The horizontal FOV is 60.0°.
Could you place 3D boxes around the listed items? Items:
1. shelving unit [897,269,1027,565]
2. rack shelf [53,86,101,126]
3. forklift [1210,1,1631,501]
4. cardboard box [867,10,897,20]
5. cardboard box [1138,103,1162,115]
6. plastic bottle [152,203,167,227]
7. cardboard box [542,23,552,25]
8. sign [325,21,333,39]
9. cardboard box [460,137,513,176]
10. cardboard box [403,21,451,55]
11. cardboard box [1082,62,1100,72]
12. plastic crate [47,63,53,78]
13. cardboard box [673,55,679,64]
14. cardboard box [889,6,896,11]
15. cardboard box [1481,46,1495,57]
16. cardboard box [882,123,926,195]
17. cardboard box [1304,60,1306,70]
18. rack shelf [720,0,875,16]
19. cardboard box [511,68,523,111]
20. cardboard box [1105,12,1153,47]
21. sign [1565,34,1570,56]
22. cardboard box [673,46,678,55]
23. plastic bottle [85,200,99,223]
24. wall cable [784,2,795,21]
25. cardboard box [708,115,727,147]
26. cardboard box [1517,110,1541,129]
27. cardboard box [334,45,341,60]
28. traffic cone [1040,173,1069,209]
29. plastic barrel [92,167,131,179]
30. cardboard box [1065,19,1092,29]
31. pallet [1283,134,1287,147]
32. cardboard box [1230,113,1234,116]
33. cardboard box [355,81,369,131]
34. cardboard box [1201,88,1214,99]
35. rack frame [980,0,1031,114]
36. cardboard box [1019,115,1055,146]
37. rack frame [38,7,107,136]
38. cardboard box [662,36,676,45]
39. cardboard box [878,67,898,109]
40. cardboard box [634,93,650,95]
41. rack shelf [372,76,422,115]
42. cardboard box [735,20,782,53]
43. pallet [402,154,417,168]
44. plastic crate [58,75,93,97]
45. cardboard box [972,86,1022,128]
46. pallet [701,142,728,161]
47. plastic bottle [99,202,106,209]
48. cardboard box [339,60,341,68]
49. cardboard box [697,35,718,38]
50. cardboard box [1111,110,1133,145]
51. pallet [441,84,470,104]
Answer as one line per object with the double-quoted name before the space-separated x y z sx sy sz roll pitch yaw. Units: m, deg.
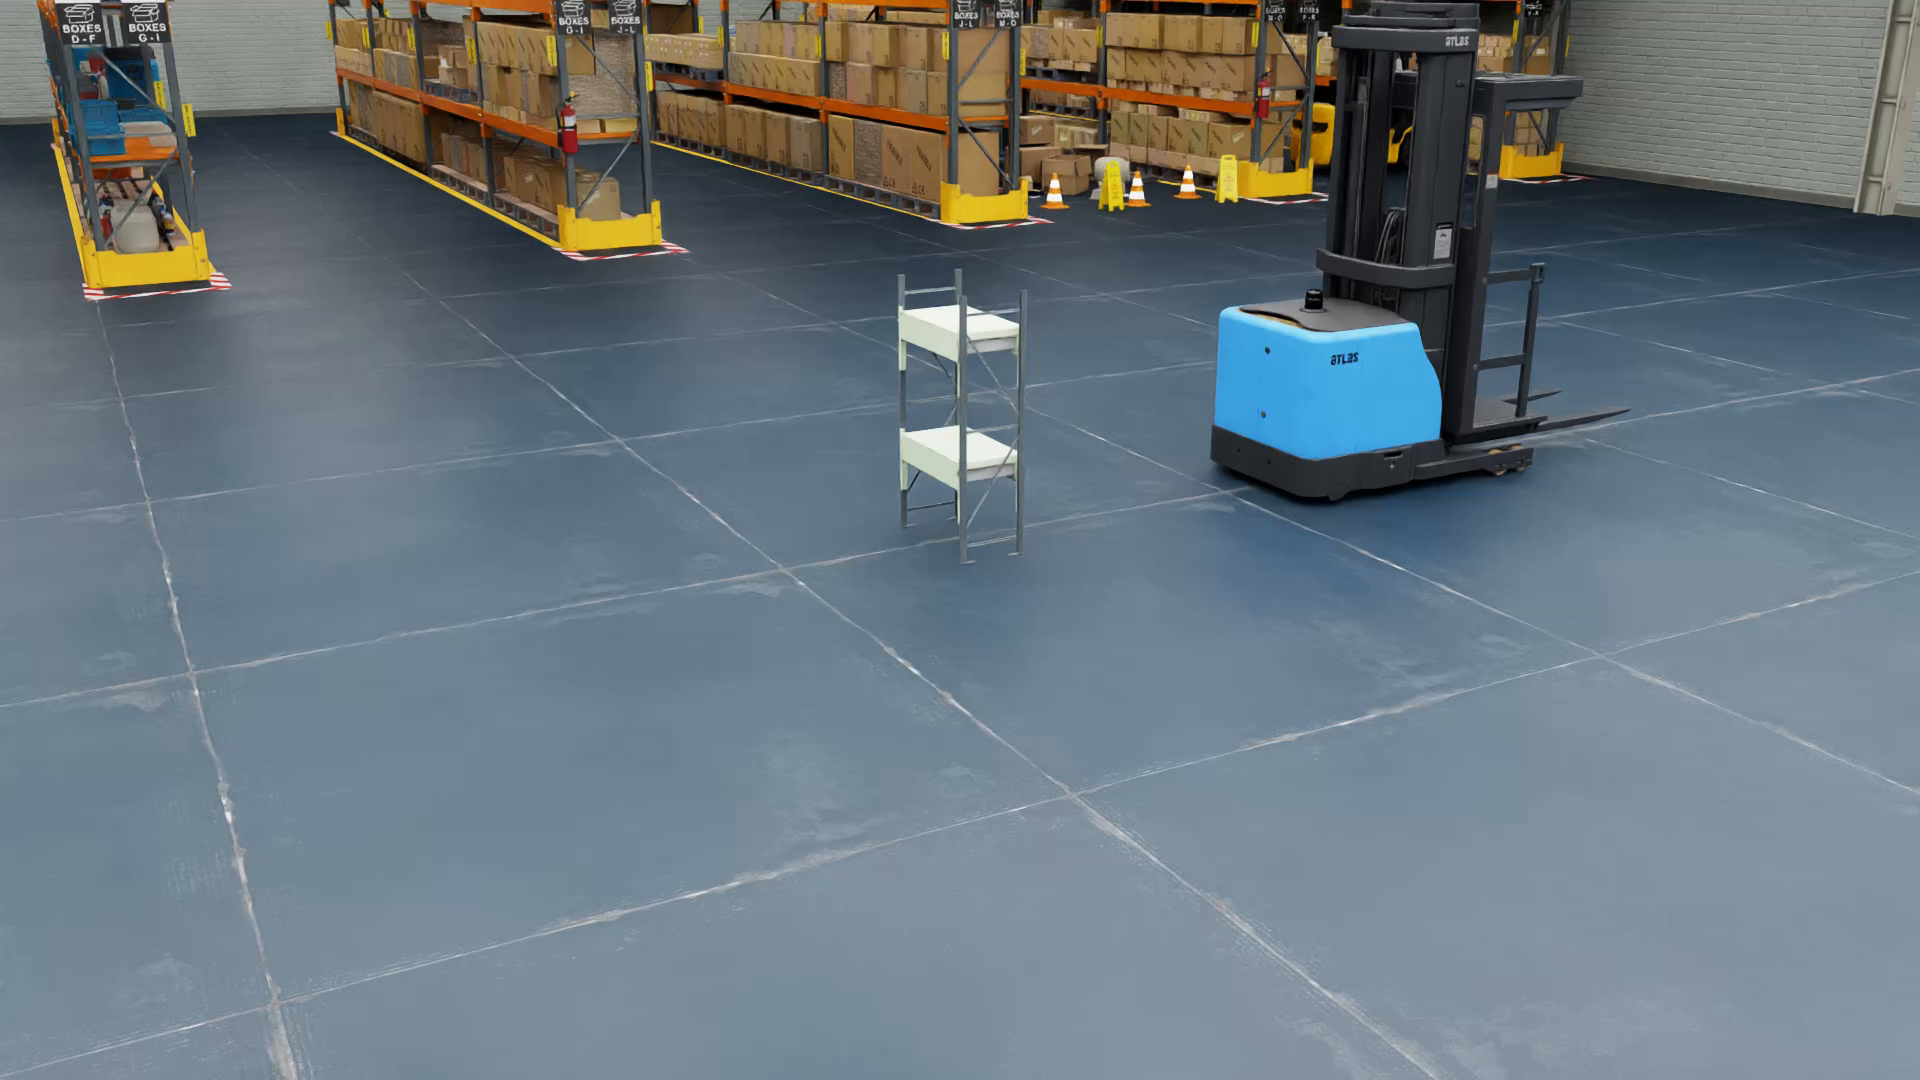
"shelving unit" 0.003 -0.707 9.381 0.431 1.500 0.755 -10 21 -27
"rack shelf" -13.212 -6.659 25.432 1.077 0.370 4.000 -10 21 -27
"forklift" 3.191 -1.950 10.789 3.031 2.935 1.130 -10 21 -27
"cardboard box" -1.549 -10.488 33.740 0.500 0.500 0.500 -10 21 -27
"cardboard box" 3.012 -6.735 25.977 0.380 0.149 0.250 -9 21 -25
"plastic bottle" -9.486 -3.861 19.724 0.152 0.276 0.135 -10 21 -26
"cardboard box" -5.073 -6.330 21.236 0.500 0.500 0.500 -10 21 -27
"sign" -12.194 -9.851 32.132 0.100 0.325 0.005 -10 21 -27
"cardboard box" -7.018 -5.710 24.738 0.700 0.500 0.500 -8 21 -22
"cardboard box" -8.544 -8.113 26.853 0.797 0.503 0.637 -9 21 -25
"cardboard box" 2.230 -7.763 27.272 0.380 0.149 0.250 -10 21 -26
"plastic crate" -15.466 -8.084 28.626 0.416 0.233 0.300 -10 21 -27
"cardboard box" -4.866 -8.528 29.488 0.380 0.149 0.250 -11 22 -29
"cardboard box" -1.508 -10.741 33.479 0.380 0.149 0.250 -10 22 -28
"cardboard box" 8.424 -7.679 26.139 0.380 0.149 0.250 -10 21 -26
"cardboard box" -0.492 -5.265 22.905 0.875 0.875 0.875 -10 22 -28
"cardboard box" 6.370 -8.525 29.969 0.500 0.250 0.500 -10 21 -27
"rack shelf" -2.541 -8.435 25.981 1.077 0.370 4.000 -10 21 -27
"cardboard box" -5.111 -5.666 20.843 0.875 0.500 0.500 -10 21 -27
"cardboard box" 2.735 -8.079 26.304 0.700 0.500 0.500 -10 22 -27
"sign" 9.474 -7.731 25.989 0.100 0.325 0.005 -10 21 -27
"cardboard box" -4.863 -8.667 29.434 0.380 0.149 0.250 -10 22 -28
"plastic bottle" -10.420 -3.949 19.977 0.152 0.276 0.135 -9 21 -25
"wall cable" -4.437 -13.342 42.139 0.588 1.984 0.122 -10 21 -27
"cardboard box" -4.033 -7.096 28.786 0.500 0.500 0.500 -10 21 -27
"cardboard box" 8.921 -6.739 26.601 0.500 0.250 0.500 -10 22 -27
"cardboard box" -11.712 -9.378 31.985 0.500 0.250 0.500 -11 22 -28
"traffic cone" 1.306 -4.808 22.855 0.336 0.463 0.334 -10 21 -27
"plastic barrel" -12.510 -5.735 24.336 0.600 0.830 0.708 -10 21 -27
"cardboard box" 1.960 -8.565 27.606 0.380 0.149 0.250 -11 22 -28
"pallet" 6.116 -7.586 31.293 1.003 0.211 1.213 -10 21 -27
"cardboard box" 5.468 -8.391 32.348 0.875 0.625 0.625 -9 21 -25
"cardboard box" -10.896 -8.250 31.554 0.875 0.875 0.875 -10 21 -27
"cardboard box" 3.781 -6.587 24.508 0.380 0.149 0.250 -10 21 -26
"rack frame" 0.818 -8.727 30.323 1.000 3.000 0.127 -10 21 -27
"cardboard box" 1.165 -6.470 26.456 0.500 0.500 0.500 -10 21 -27
"rack frame" -16.062 -8.721 30.307 1.000 3.000 0.127 -10 21 -27
"cardboard box" -5.112 -8.957 29.821 0.380 0.149 0.250 -10 21 -27
"cardboard box" -0.632 -6.285 23.018 0.875 0.550 0.500 -10 21 -27
"cardboard box" -6.512 -9.111 34.252 0.380 0.149 0.250 -11 22 -28
"rack shelf" -8.853 -7.426 27.656 1.077 0.370 4.000 -10 21 -27
"cardboard box" -3.286 -8.320 27.460 0.700 0.500 0.500 -10 21 -27
"pallet" -8.787 -6.461 28.033 1.003 0.211 1.213 -10 21 -27
"plastic crate" -11.765 -5.943 22.159 0.402 0.464 0.583 -10 21 -27
"cardboard box" 0.563 -8.132 31.213 0.875 0.875 0.875 -10 22 -27
"pallet" -3.860 -6.837 29.123 1.003 0.211 1.213 -10 21 -27
"plastic bottle" -10.170 -3.876 19.773 0.097 0.271 0.097 0 19 0
"cardboard box" -11.701 -9.143 31.915 0.380 0.149 0.250 -10 22 -27
"cardboard box" -4.540 -9.057 30.110 0.380 0.149 0.250 -11 22 -28
"cardboard box" 2.760 -6.620 26.641 0.500 0.500 0.500 -9 21 -24
"pallet" -6.928 -6.539 24.277 1.003 0.211 1.213 -10 21 -27
